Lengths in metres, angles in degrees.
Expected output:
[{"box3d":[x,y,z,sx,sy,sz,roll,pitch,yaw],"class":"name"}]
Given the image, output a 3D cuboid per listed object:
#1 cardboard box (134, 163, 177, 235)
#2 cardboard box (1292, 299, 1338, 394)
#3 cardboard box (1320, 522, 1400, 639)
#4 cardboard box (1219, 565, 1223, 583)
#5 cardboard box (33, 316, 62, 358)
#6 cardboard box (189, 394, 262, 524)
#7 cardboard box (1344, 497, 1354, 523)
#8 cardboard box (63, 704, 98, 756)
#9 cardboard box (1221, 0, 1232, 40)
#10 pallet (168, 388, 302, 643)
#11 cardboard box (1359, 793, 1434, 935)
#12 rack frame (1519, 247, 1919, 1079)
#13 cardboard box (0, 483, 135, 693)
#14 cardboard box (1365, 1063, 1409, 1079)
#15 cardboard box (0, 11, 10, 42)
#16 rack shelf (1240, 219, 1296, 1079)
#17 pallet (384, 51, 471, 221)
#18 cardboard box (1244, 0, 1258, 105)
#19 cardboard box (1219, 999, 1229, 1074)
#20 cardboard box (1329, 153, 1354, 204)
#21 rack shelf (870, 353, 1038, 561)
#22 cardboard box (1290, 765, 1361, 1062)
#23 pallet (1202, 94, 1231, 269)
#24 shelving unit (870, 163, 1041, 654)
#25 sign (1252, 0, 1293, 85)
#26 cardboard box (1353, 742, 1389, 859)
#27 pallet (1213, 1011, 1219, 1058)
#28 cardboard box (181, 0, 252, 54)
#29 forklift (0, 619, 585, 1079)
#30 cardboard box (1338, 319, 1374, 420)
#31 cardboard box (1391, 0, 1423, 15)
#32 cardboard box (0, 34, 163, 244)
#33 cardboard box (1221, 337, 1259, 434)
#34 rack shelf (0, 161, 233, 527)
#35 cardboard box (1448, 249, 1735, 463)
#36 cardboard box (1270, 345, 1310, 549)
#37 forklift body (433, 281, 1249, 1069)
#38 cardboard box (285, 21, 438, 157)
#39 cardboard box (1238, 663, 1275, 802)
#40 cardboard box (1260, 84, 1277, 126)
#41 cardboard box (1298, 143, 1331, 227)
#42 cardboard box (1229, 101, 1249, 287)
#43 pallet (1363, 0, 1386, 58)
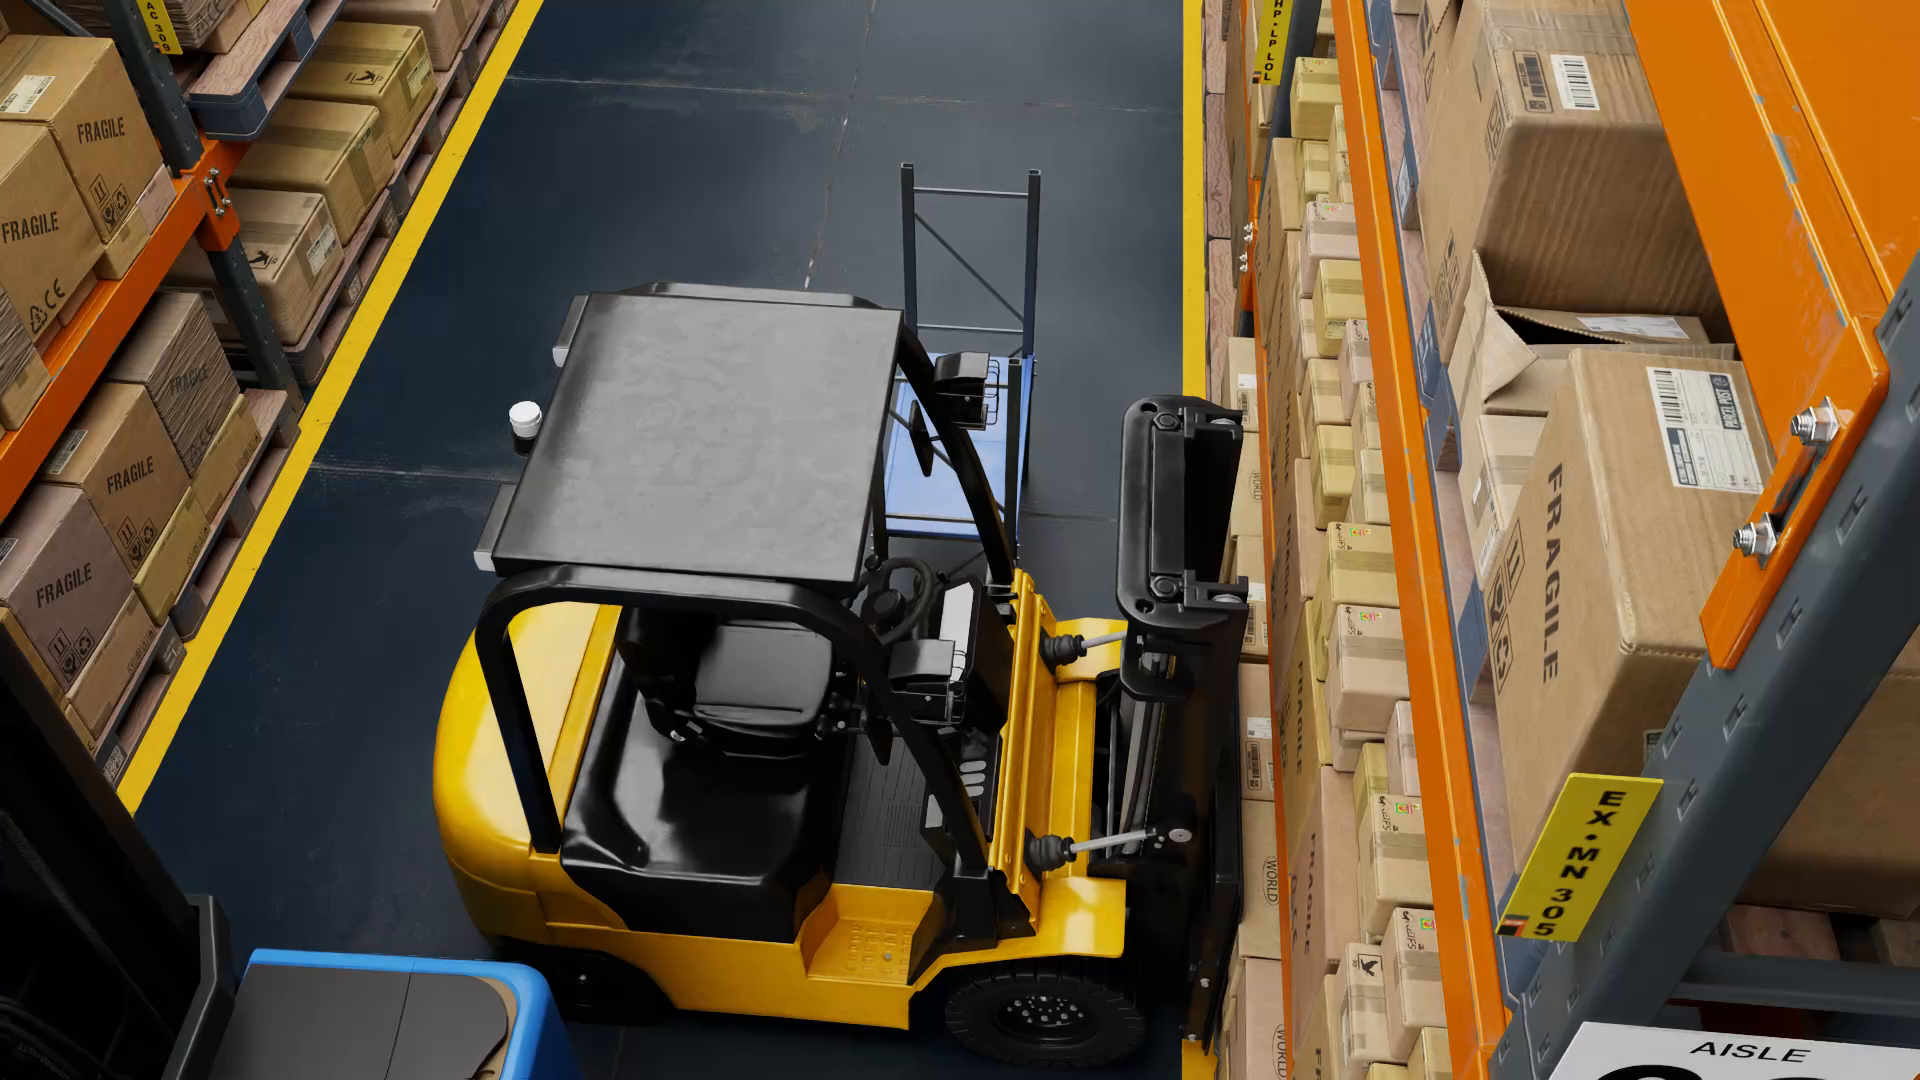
[{"box3d":[-3.092,-1.245,6.026,0.380,0.149,0.250,3,48,3],"class":"cardboard box"},{"box3d":[1.146,-0.539,4.703,0.380,0.149,0.250,3,48,3],"class":"cardboard box"},{"box3d":[1.052,0.109,3.909,0.380,0.149,0.250,5,48,4],"class":"cardboard box"},{"box3d":[1.182,0.067,5.896,0.500,0.250,0.500,4,48,3],"class":"cardboard box"},{"box3d":[-3.246,-0.693,5.521,0.380,0.149,0.250,3,48,3],"class":"cardboard box"},{"box3d":[-3.153,-0.348,6.614,0.500,0.250,0.500,6,48,5],"class":"cardboard box"},{"box3d":[1.170,0.036,4.177,0.380,0.149,0.250,4,48,3],"class":"cardboard box"},{"box3d":[-3.291,0.788,5.575,0.500,0.250,0.500,7,48,6],"class":"cardboard box"},{"box3d":[1.871,-3.078,8.857,0.875,0.625,0.625,5,48,5],"class":"cardboard box"},{"box3d":[-3.392,-0.150,6.744,1.003,0.211,1.213,4,48,4],"class":"pallet"},{"box3d":[1.024,0.676,3.390,0.380,0.149,0.250,5,48,4],"class":"cardboard box"},{"box3d":[1.213,-0.341,0.964,1.000,3.000,0.127,4,48,4],"class":"rack frame"},{"box3d":[-3.243,0.148,5.652,0.500,0.500,0.500,6,48,6],"class":"cardboard box"},{"box3d":[0.965,1.157,3.151,0.380,0.149,0.250,5,48,4],"class":"cardboard box"},{"box3d":[-3.622,-1.750,5.370,0.700,0.500,0.500,3,48,3],"class":"cardboard box"},{"box3d":[1.395,0.457,4.787,1.077,0.370,4.000,4,48,4],"class":"rack shelf"},{"box3d":[-3.188,-2.117,8.543,1.003,0.211,1.213,4,48,4],"class":"pallet"},{"box3d":[1.403,-1.963,6.614,0.500,0.250,0.500,4,48,3],"class":"cardboard box"},{"box3d":[1.050,1.372,5.041,0.500,0.250,0.500,4,48,4],"class":"cardboard box"},{"box3d":[1.304,-1.008,4.930,0.380,0.149,0.250,3,48,3],"class":"cardboard box"},{"box3d":[-0.008,-0.322,6.272,0.538,0.185,1.000,4,48,4],"class":"rack shelf"},{"box3d":[1.052,0.890,3.835,0.500,0.500,0.500,5,48,5],"class":"cardboard box"},{"box3d":[1.714,-1.758,8.214,1.003,0.211,1.213,4,48,4],"class":"pallet"},{"box3d":[-0.008,-0.443,6.139,0.538,1.500,1.048,4,48,4],"class":"shelving unit"},{"box3d":[1.036,-1.649,5.494,0.100,0.325,0.005,4,48,4],"class":"sign"},{"box3d":[1.077,0.600,3.661,0.380,0.149,0.250,4,48,3],"class":"cardboard box"},{"box3d":[1.354,1.166,5.540,1.003,0.211,1.213,4,48,4],"class":"pallet"},{"box3d":[-3.001,-2.029,6.458,0.380,0.149,0.250,5,48,4],"class":"cardboard box"},{"box3d":[-2.579,1.128,3.732,3.031,2.935,1.130,2,48,2],"class":"forklift"},{"box3d":[1.214,-0.442,4.413,0.380,0.149,0.250,4,48,3],"class":"cardboard box"},{"box3d":[1.139,-1.328,3.638,0.396,0.266,0.258,3,48,3],"class":"cardboard box"},{"box3d":[-3.159,-1.378,5.708,0.500,0.500,0.500,3,48,3],"class":"cardboard box"},{"box3d":[1.221,-0.472,6.051,0.500,0.250,0.500,3,48,3],"class":"cardboard box"},{"box3d":[-3.549,0.126,5.090,1.077,0.370,4.000,4,48,4],"class":"rack shelf"},{"box3d":[1.009,-0.274,2.674,0.396,0.266,0.258,4,48,4],"class":"cardboard box"},{"box3d":[1.201,-0.225,4.855,0.500,0.500,0.500,3,48,3],"class":"cardboard box"},{"box3d":[-0.431,0.454,4.877,2.313,2.155,1.214,4,48,4],"class":"forklift body"},{"box3d":[-3.197,-2.267,8.287,0.950,0.372,0.625,5,48,5],"class":"cardboard box"},{"box3d":[1.074,0.654,5.020,0.500,0.250,0.500,3,48,3],"class":"cardboard box"},{"box3d":[1.367,-1.752,6.082,0.500,0.250,0.500,3,48,3],"class":"cardboard box"},{"box3d":[1.264,-1.101,5.217,0.380,0.149,0.250,5,48,4],"class":"cardboard box"},{"box3d":[1.692,-1.550,7.459,0.875,0.625,0.625,3,48,3],"class":"cardboard box"},{"box3d":[1.525,-1.610,4.217,1.003,0.211,1.213,4,48,4],"class":"pallet"}]
